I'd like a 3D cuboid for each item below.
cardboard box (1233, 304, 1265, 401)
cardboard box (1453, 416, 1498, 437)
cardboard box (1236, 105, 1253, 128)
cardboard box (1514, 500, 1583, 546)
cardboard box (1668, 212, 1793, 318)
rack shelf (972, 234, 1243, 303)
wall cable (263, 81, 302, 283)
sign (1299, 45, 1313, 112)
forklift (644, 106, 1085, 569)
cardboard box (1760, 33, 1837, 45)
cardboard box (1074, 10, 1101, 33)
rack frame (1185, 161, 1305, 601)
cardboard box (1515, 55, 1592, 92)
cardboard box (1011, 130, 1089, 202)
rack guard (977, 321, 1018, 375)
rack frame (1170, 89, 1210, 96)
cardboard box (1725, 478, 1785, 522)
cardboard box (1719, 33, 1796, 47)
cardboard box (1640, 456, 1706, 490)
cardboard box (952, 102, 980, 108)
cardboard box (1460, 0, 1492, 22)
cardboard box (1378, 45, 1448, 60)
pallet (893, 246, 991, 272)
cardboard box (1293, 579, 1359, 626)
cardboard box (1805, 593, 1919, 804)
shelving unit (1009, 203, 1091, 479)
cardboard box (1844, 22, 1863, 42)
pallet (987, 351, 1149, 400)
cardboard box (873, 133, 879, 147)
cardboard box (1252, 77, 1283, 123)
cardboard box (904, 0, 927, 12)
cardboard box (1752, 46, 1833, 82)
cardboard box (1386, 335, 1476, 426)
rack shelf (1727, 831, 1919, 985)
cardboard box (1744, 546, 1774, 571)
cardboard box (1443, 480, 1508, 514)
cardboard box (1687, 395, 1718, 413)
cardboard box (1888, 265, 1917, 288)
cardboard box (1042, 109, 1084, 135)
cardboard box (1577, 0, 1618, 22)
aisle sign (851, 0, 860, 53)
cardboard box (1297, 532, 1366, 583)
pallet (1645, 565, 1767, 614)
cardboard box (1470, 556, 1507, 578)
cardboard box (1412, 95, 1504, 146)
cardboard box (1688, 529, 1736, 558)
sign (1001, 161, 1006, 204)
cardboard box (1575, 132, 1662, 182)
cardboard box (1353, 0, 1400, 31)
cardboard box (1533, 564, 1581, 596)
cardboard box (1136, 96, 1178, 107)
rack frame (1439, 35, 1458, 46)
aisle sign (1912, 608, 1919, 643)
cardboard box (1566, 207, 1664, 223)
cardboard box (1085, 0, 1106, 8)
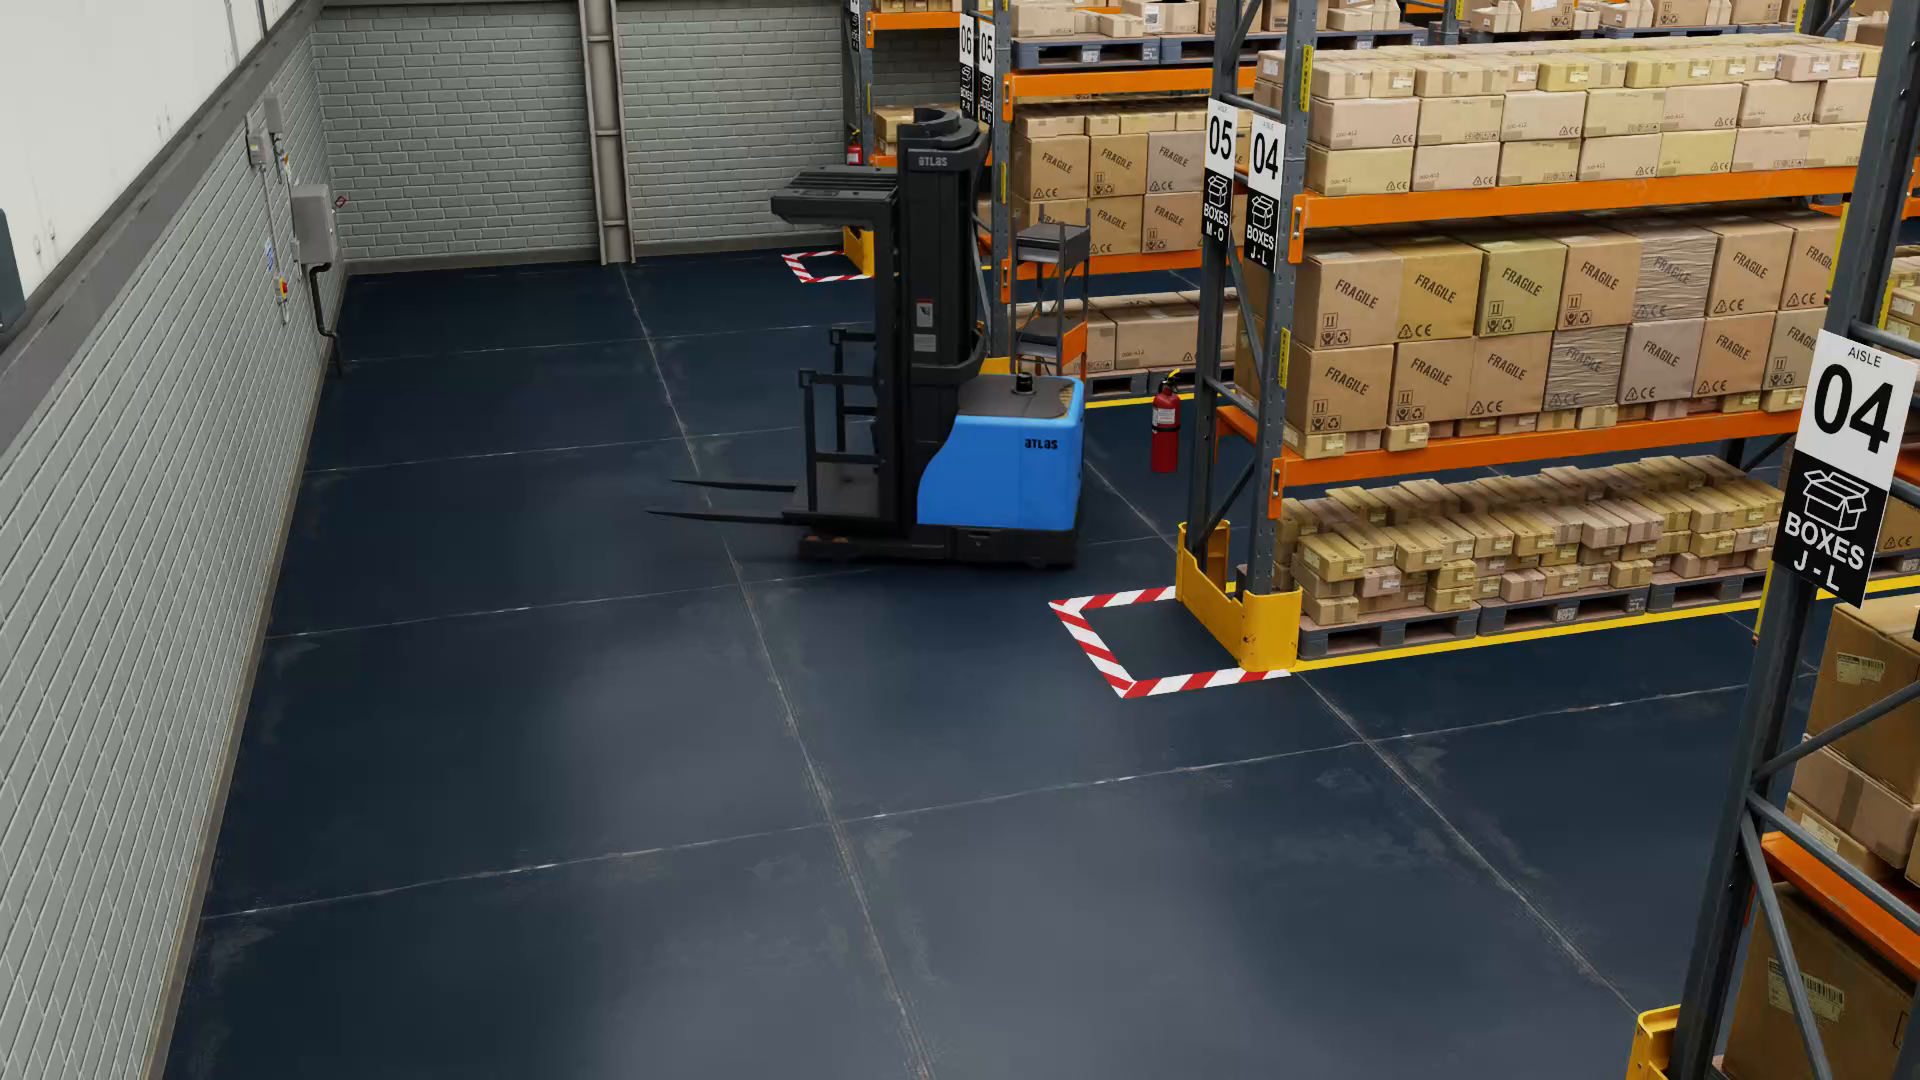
[{"bbox_3d":[2.005,-1.142,10.104,0.500,0.500,0.500,-6,24,-13],"label":"cardboard box"},{"bbox_3d":[3.030,-0.759,10.033,0.250,0.149,0.380,-7,24,-15],"label":"cardboard box"},{"bbox_3d":[2.367,-3.614,14.152,0.250,0.149,0.380,-6,24,-14],"label":"cardboard box"},{"bbox_3d":[3.716,-0.108,10.526,0.250,0.149,0.380,-6,24,-14],"label":"cardboard box"},{"bbox_3d":[4.617,-1.672,10.071,0.500,0.500,0.500,-7,24,-16],"label":"cardboard box"},{"bbox_3d":[2.133,-2.565,14.836,4.000,0.370,1.077,-6,24,-14],"label":"rack shelf"},{"bbox_3d":[-5.610,-3.077,13.829,0.122,1.984,0.588,-6,24,-14],"label":"wall cable"},{"bbox_3d":[1.788,-2.388,8.599,0.005,0.325,0.100,-6,24,-14],"label":"sign"},{"bbox_3d":[-0.671,-1.397,11.290,3.031,2.935,1.130,3,23,7],"label":"forklift"},{"bbox_3d":[5.147,-3.024,10.239,0.250,0.149,0.380,-7,24,-15],"label":"cardboard box"},{"bbox_3d":[0.998,-4.342,13.920,0.250,0.149,0.380,-8,25,-18],"label":"cardboard box"},{"bbox_3d":[1.642,-0.814,9.843,0.127,3.000,1.000,-6,24,-14],"label":"rack frame"},{"bbox_3d":[3.280,-2.591,9.232,0.250,0.149,0.380,-6,24,-13],"label":"cardboard box"},{"bbox_3d":[0.746,-3.131,13.848,0.500,0.500,0.500,-7,24,-16],"label":"cardboard box"},{"bbox_3d":[0.184,-1.531,14.685,0.348,0.500,1.175,-6,24,-14],"label":"rack guard"},{"bbox_3d":[2.714,-4.993,19.582,0.127,3.000,1.000,-6,24,-14],"label":"rack frame"},{"bbox_3d":[5.221,-0.260,10.879,0.250,0.149,0.380,-6,24,-13],"label":"cardboard box"},{"bbox_3d":[4.876,-3.007,10.201,0.250,0.149,0.380,-7,24,-17],"label":"cardboard box"},{"bbox_3d":[4.824,-0.431,11.280,0.250,0.149,0.380,-5,24,-12],"label":"cardboard box"},{"bbox_3d":[0.209,-4.890,19.154,0.500,0.250,0.500,-6,24,-13],"label":"cardboard box"},{"bbox_3d":[4.850,-4.813,14.939,0.500,0.311,0.500,-6,24,-14],"label":"cardboard box"},{"bbox_3d":[2.618,-2.769,9.647,0.250,0.149,0.380,-6,24,-14],"label":"cardboard box"},{"bbox_3d":[-0.297,-3.378,19.356,1.213,0.211,1.003,-6,24,-14],"label":"pallet"},{"bbox_3d":[2.233,0.369,10.169,0.250,0.149,0.380,-6,24,-13],"label":"cardboard box"},{"bbox_3d":[3.282,0.516,5.606,0.500,0.500,0.500,-6,24,-14],"label":"cardboard box"},{"bbox_3d":[0.657,-1.379,12.301,0.431,2.100,0.503,11,25,23],"label":"shelving unit"},{"bbox_3d":[8.259,-4.767,15.570,0.250,0.149,0.380,-6,24,-14],"label":"cardboard box"},{"bbox_3d":[0.956,-1.516,15.015,1.213,0.211,1.003,-6,24,-14],"label":"pallet"},{"bbox_3d":[-0.891,-4.588,18.958,0.250,0.149,0.380,-7,24,-15],"label":"cardboard box"},{"bbox_3d":[2.016,-2.499,9.522,0.500,0.250,0.500,-7,24,-16],"label":"cardboard box"},{"bbox_3d":[-0.522,-5.813,18.009,0.250,0.149,0.380,-6,24,-13],"label":"cardboard box"},{"bbox_3d":[4.790,-2.751,9.605,0.250,0.149,0.380,-6,24,-14],"label":"cardboard box"},{"bbox_3d":[2.657,-1.006,9.787,0.500,0.500,0.500,-6,24,-14],"label":"cardboard box"},{"bbox_3d":[4.810,1.197,6.068,4.000,0.370,1.077,-6,24,-14],"label":"rack shelf"},{"bbox_3d":[5.207,0.048,10.917,0.250,0.149,0.380,-6,24,-14],"label":"cardboard box"},{"bbox_3d":[3.349,-0.243,10.840,0.250,0.149,0.380,-7,24,-16],"label":"cardboard box"},{"bbox_3d":[4.522,-0.929,10.430,0.250,0.149,0.380,-7,24,-16],"label":"cardboard box"},{"bbox_3d":[6.085,-1.737,11.025,0.250,0.149,0.380,-7,24,-16],"label":"cardboard box"},{"bbox_3d":[0.857,-3.474,13.824,0.250,0.149,0.380,-6,24,-13],"label":"cardboard box"},{"bbox_3d":[5.839,-4.831,15.165,0.250,0.166,0.380,-4,24,-10],"label":"cardboard box"},{"bbox_3d":[-1.124,-5.643,17.799,0.004,0.787,0.394,-6,24,-14],"label":"aisle sign"},{"bbox_3d":[2.238,0.103,10.035,0.250,0.149,0.380,-7,24,-17],"label":"cardboard box"},{"bbox_3d":[4.856,0.126,11.188,1.213,0.211,1.003,-6,24,-14],"label":"pallet"},{"bbox_3d":[3.212,0.090,10.441,0.250,0.149,0.380,-7,24,-17],"label":"cardboard box"},{"bbox_3d":[2.637,-2.357,9.192,0.500,0.250,0.500,-7,24,-15],"label":"cardboard box"},{"bbox_3d":[4.765,-0.037,10.737,0.250,0.149,0.380,-7,24,-16],"label":"cardboard box"},{"bbox_3d":[0.351,-2.905,13.519,0.005,0.325,0.100,-6,24,-14],"label":"sign"},{"bbox_3d":[3.643,-2.239,9.551,0.500,0.250,0.500,-6,24,-15],"label":"cardboard box"},{"bbox_3d":[3.530,-4.475,14.082,0.258,0.266,0.396,-6,24,-13],"label":"cardboard box"},{"bbox_3d":[3.718,0.199,10.565,0.250,0.149,0.380,-6,24,-14],"label":"cardboard box"},{"bbox_3d":[1.712,-3.757,14.485,0.250,0.149,0.380,-6,24,-13],"label":"cardboard box"},{"bbox_3d":[4.058,-3.109,15.191,0.127,3.000,1.000,-6,24,-14],"label":"rack frame"},{"bbox_3d":[2.896,0.007,4.633,0.004,0.787,0.394,-6,24,-14],"label":"aisle sign"},{"bbox_3d":[4.004,-1.824,10.424,0.500,0.500,0.500,-6,24,-13],"label":"cardboard box"},{"bbox_3d":[1.447,-6.013,18.475,0.250,0.149,0.380,-5,24,-13],"label":"cardboard box"}]
